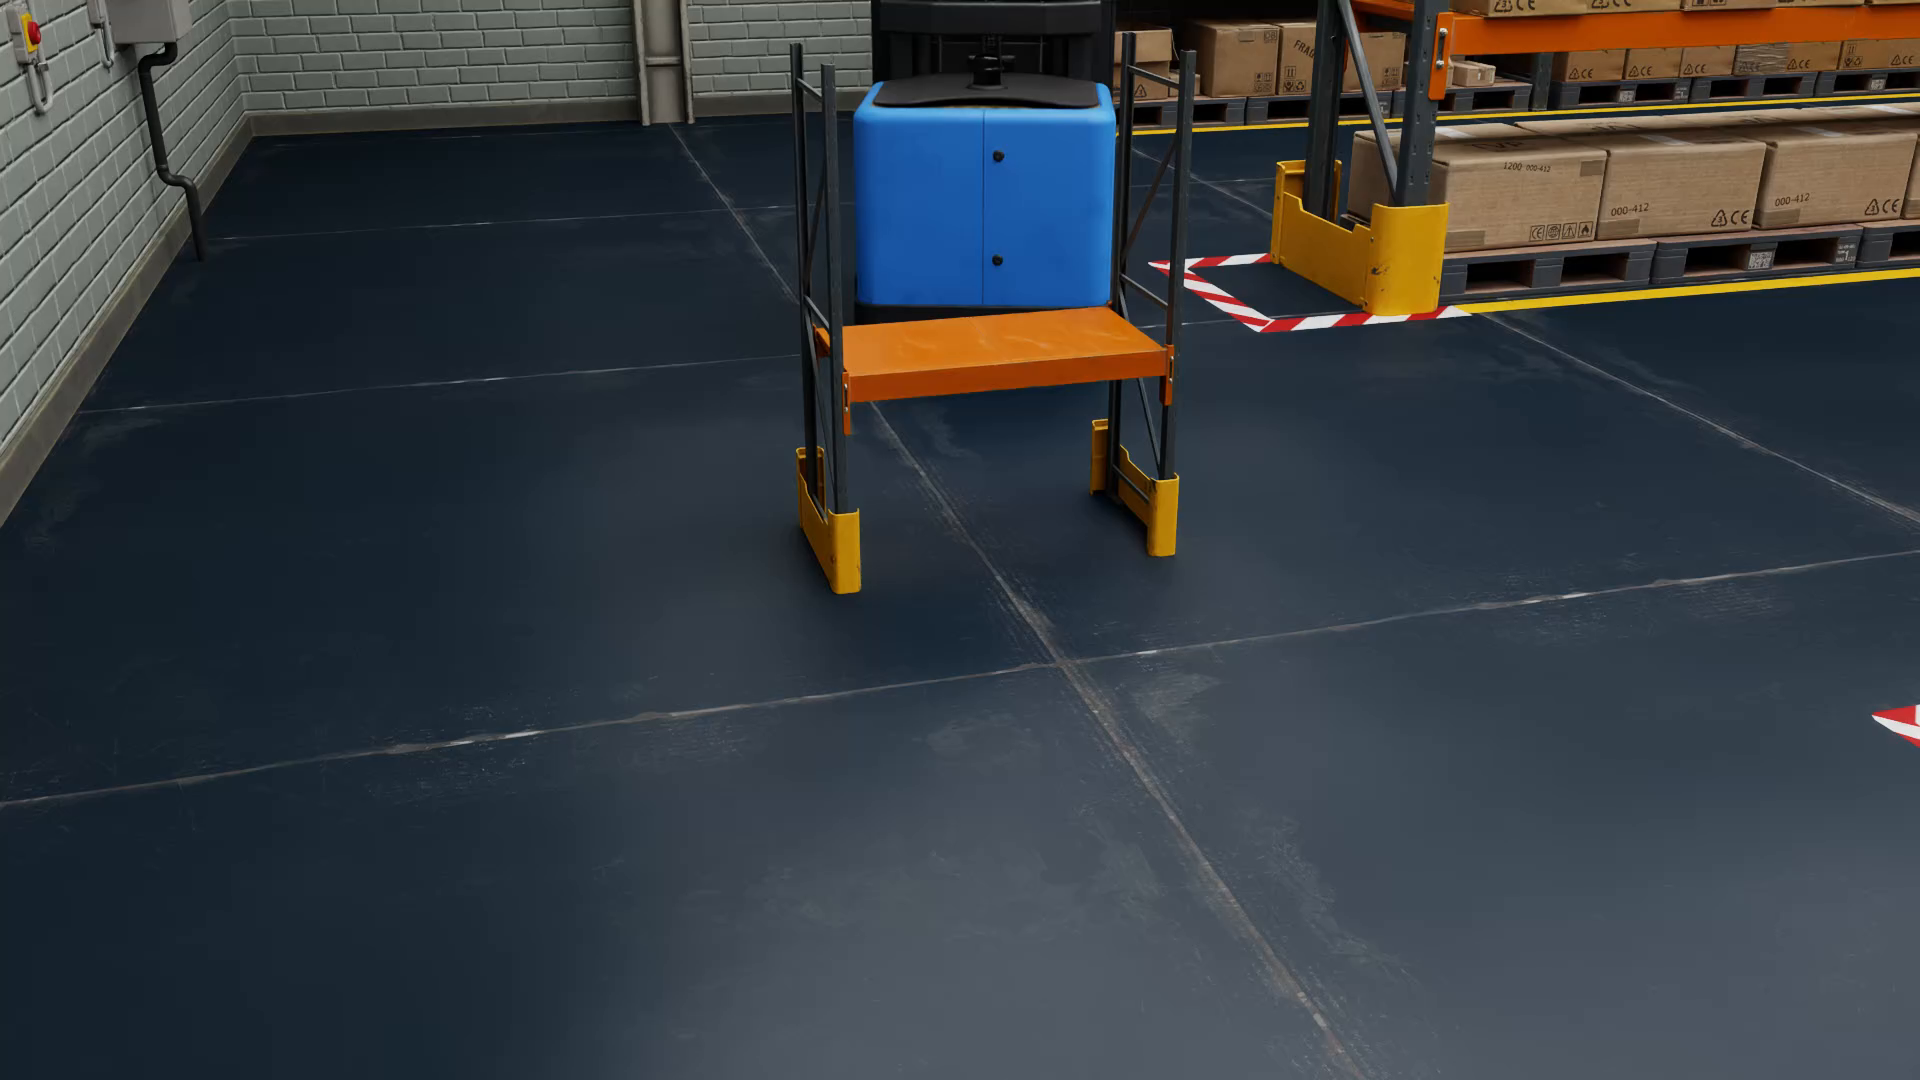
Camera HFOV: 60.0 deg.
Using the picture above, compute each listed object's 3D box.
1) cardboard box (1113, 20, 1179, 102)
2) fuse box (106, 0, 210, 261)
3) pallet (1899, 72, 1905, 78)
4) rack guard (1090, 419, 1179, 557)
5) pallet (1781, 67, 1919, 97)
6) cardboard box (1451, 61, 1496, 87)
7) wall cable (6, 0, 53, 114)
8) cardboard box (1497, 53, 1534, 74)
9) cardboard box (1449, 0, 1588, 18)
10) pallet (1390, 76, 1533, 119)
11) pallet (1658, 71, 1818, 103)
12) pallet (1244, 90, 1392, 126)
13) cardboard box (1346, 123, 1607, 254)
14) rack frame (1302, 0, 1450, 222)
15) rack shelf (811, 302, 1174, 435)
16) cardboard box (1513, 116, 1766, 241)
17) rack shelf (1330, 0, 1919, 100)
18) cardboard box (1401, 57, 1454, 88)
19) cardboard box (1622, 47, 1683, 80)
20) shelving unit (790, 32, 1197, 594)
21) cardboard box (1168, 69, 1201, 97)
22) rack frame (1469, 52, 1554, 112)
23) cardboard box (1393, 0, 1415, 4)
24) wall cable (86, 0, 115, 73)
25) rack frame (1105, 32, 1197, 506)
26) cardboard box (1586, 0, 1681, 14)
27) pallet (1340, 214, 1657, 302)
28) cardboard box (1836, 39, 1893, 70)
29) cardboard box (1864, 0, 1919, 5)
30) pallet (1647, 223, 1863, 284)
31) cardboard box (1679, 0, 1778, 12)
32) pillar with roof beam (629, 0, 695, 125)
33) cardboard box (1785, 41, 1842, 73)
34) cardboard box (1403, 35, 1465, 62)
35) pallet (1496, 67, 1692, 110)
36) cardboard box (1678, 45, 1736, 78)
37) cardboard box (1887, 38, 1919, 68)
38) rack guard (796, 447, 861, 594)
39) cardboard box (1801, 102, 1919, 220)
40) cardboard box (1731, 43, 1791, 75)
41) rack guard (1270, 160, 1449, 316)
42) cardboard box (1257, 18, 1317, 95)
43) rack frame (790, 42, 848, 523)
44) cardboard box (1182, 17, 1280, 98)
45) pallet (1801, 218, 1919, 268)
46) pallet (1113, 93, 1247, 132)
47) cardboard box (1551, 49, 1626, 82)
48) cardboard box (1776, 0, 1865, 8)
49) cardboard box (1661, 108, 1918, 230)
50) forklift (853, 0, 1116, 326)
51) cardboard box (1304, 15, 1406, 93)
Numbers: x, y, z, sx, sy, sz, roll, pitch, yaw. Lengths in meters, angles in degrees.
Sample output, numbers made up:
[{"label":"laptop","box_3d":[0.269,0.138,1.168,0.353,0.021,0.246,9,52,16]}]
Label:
[{"label":"cardboard box","box_3d":[1.209,-3.602,12.473,0.637,0.503,0.797,-7,24,-16]},{"label":"fuse box","box_3d":[-3.911,-2.254,8.334,0.414,1.711,0.539,-6,24,-14]},{"label":"pallet","box_3d":[9.100,-4.170,14.702,1.213,0.211,1.003,-6,24,-14]},{"label":"rack guard","box_3d":[0.553,-0.176,5.343,0.087,0.250,0.587,-6,24,-14]},{"label":"pallet","box_3d":[7.568,-4.032,14.380,1.213,0.211,1.003,-6,24,-14]},{"label":"cardboard box","box_3d":[3.989,-3.665,13.070,0.250,0.149,0.380,-7,24,-16]},{"label":"wall cable","box_3d":[-3.484,-2.515,5.978,0.123,1.953,0.585,-6,24,-14]},{"label":"cardboard box","box_3d":[4.839,-4.162,13.783,0.500,0.500,0.500,-6,24,-15]},{"label":"cardboard box","box_3d":[2.479,-2.631,7.450,0.500,0.500,0.500,-7,24,-15]},{"label":"pallet","box_3d":[3.784,-3.599,13.369,1.213,0.211,1.003,-6,24,-14]},{"label":"pallet","box_3d":[6.395,-3.904,14.080,1.213,0.211,1.003,-6,24,-14]},{"label":"pallet","box_3d":[2.607,-3.467,13.063,1.213,0.211,1.003,-6,24,-14]},{"label":"cardboard box","box_3d":[2.547,-1.767,8.280,0.875,0.438,0.875,-7,24,-16]},{"label":"rack frame","box_3d":[1.939,-2.643,7.605,0.127,3.000,1.000,-6,24,-14]},{"label":"rack shelf","box_3d":[0.082,-0.533,5.046,1.000,0.185,0.538,-6,24,-14]},{"label":"cardboard box","box_3d":[3.426,-1.867,8.514,0.875,0.438,0.875,-6,24,-13]},{"label":"rack shelf","box_3d":[3.864,-2.525,8.243,4.000,0.370,1.077,-6,24,-14]},{"label":"cardboard box","box_3d":[3.645,-3.681,12.959,0.258,0.266,0.396,-5,24,-12]},{"label":"cardboard box","box_3d":[5.482,-4.024,13.461,0.500,0.500,0.500,-7,24,-15]},{"label":"shelving unit","box_3d":[0.073,-0.697,4.973,1.083,1.500,0.587,-6,24,-14]},{"label":"cardboard box","box_3d":[1.628,-3.469,12.614,0.250,0.149,0.380,-7,24,-16]},{"label":"rack frame","box_3d":[4.446,-4.953,12.989,0.127,3.000,1.000,-6,24,-14]},{"label":"cardboard box","box_3d":[2.332,-2.841,7.939,0.500,0.500,0.500,-6,24,-14]},{"label":"wall cable","box_3d":[-3.878,-3.037,7.236,0.122,1.984,0.588,-6,24,-14]},{"label":"rack frame","box_3d":[0.572,-0.752,5.102,0.032,1.500,0.500,-6,24,-14]},{"label":"cardboard box","box_3d":[2.958,-2.695,7.601,0.500,0.500,0.500,-7,24,-15]},{"label":"pallet","box_3d":[2.688,-1.476,8.423,1.213,0.211,1.003,-6,24,-14]},{"label":"cardboard box","box_3d":[7.463,-4.247,13.982,0.500,0.500,0.500,-7,24,-15]},{"label":"cardboard box","box_3d":[4.439,-2.852,7.967,0.500,0.500,0.500,-7,24,-15]},{"label":"pallet","box_3d":[3.860,-1.605,8.722,1.213,0.211,1.003,-6,24,-14]},{"label":"cardboard box","box_3d":[3.453,-2.743,7.711,0.500,0.500,0.500,-6,24,-15]},{"label":"pillar with roof beam","box_3d":[-1.082,-5.704,7.132,0.400,9.000,9.100,-6,24,-14]},{"label":"cardboard box","box_3d":[6.960,-4.191,13.850,0.500,0.500,0.500,-5,24,-12]},{"label":"cardboard box","box_3d":[3.746,-3.930,13.481,0.500,0.311,0.500,-5,24,-12]},{"label":"pallet","box_3d":[5.219,-3.772,13.774,1.213,0.211,1.003,-6,24,-14]},{"label":"cardboard box","box_3d":[5.964,-4.075,13.581,0.500,0.500,0.500,-7,24,-16]},{"label":"cardboard box","box_3d":[7.948,-4.297,14.097,0.500,0.500,0.500,-6,24,-13]},{"label":"rack guard","box_3d":[-0.406,-0.070,5.096,0.087,0.250,0.587,-6,24,-14]},{"label":"cardboard box","box_3d":[5.157,-2.058,8.960,0.875,0.438,0.875,-7,24,-15]},{"label":"cardboard box","box_3d":[6.465,-4.128,13.704,0.500,0.500,0.500,-7,24,-16]},{"label":"rack guard","box_3d":[1.916,-1.491,8.092,0.348,0.500,1.175,-6,24,-14]},{"label":"cardboard box","box_3d":[2.578,-3.695,12.695,0.500,0.500,0.500,-6,24,-13]},{"label":"rack frame","box_3d":[-0.407,-0.644,4.849,0.032,1.500,0.500,-6,24,-14]},{"label":"cardboard box","box_3d":[2.042,-3.677,12.652,0.500,0.500,0.700,-5,24,-12]},{"label":"pallet","box_3d":[5.037,-1.736,9.028,1.213,0.211,1.003,-6,24,-14]},{"label":"pallet","box_3d":[1.435,-3.339,12.764,1.213,0.211,1.003,-6,24,-14]},{"label":"cardboard box","box_3d":[4.972,-3.963,13.320,0.500,0.500,0.500,-5,24,-12]},{"label":"cardboard box","box_3d":[3.930,-2.802,7.850,0.500,0.500,0.500,-6,24,-13]},{"label":"cardboard box","box_3d":[4.295,-1.963,8.737,0.875,0.438,0.875,-7,24,-16]},{"label":"forklift","box_3d":[0.160,-2.586,7.560,1.130,2.935,3.031,1,23,2]},{"label":"cardboard box","box_3d":[3.042,-3.787,12.910,0.500,0.500,0.700,-7,24,-16]}]
